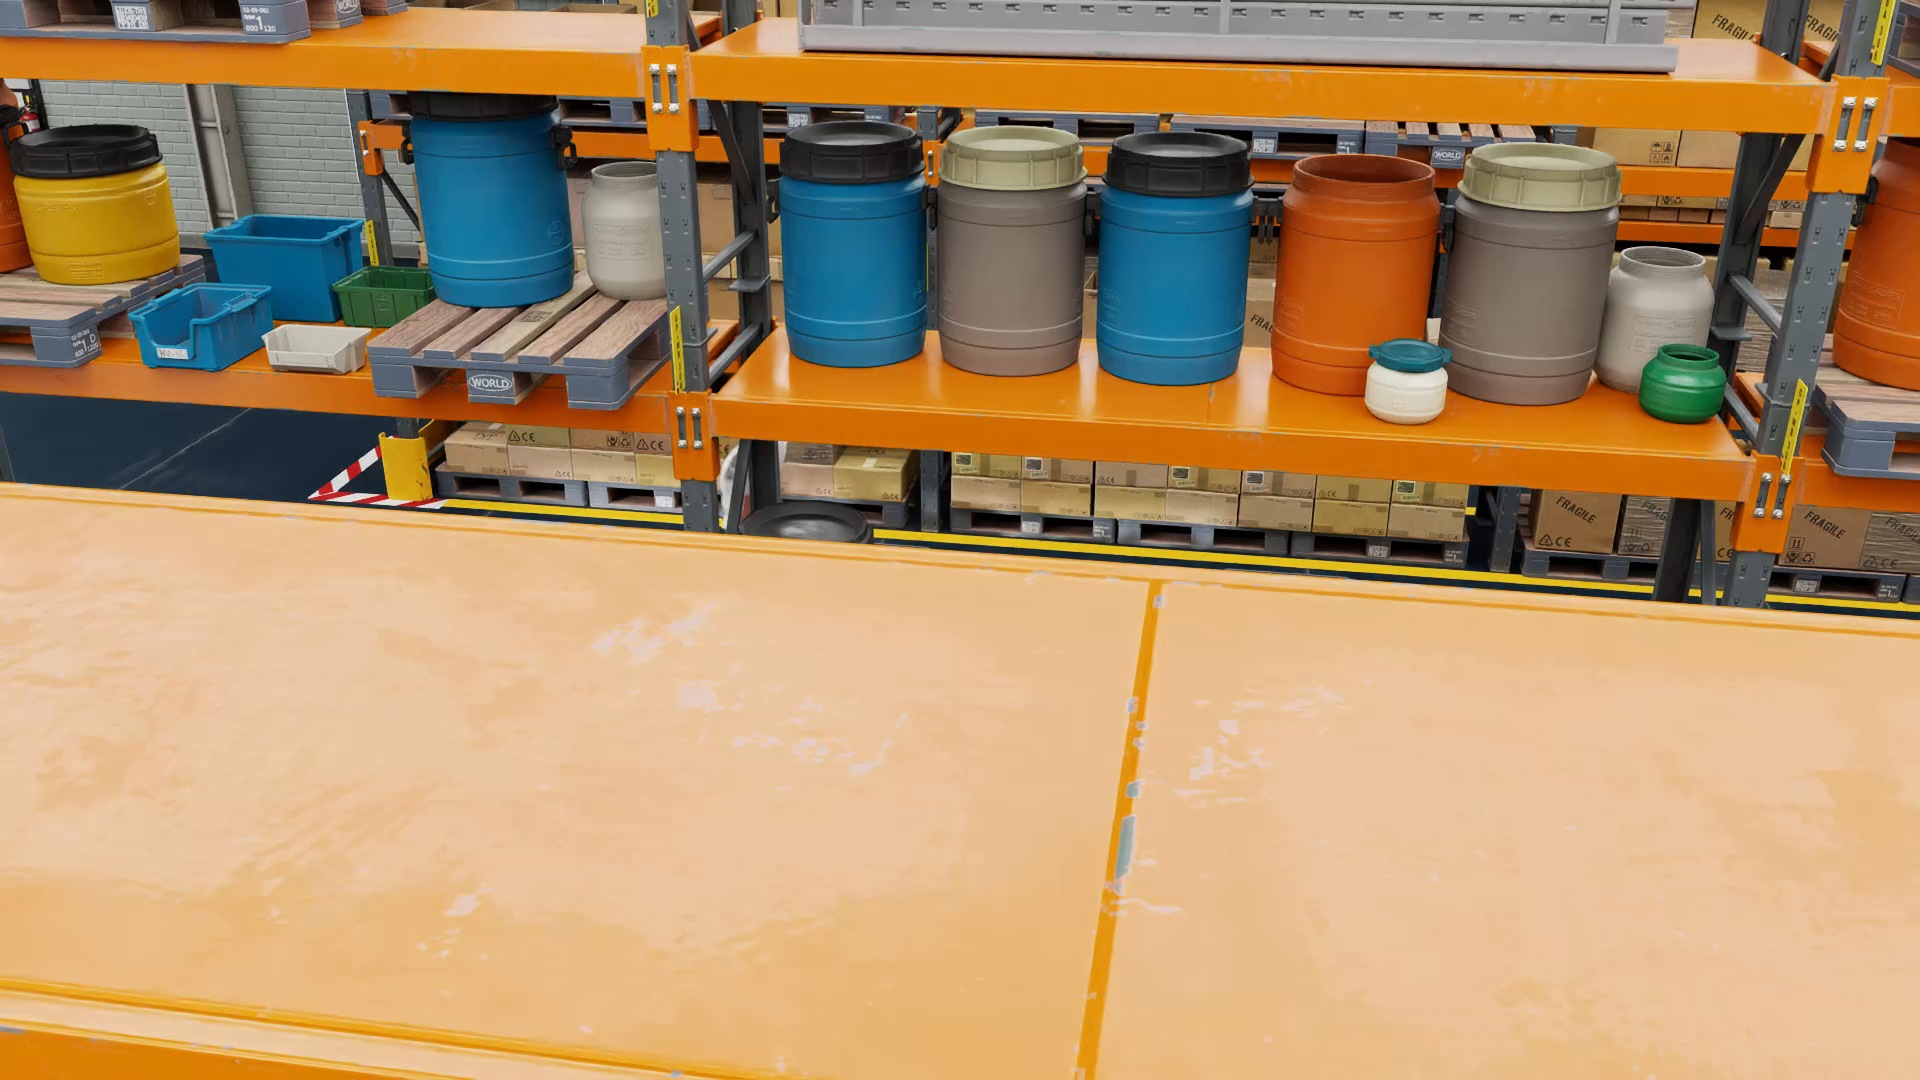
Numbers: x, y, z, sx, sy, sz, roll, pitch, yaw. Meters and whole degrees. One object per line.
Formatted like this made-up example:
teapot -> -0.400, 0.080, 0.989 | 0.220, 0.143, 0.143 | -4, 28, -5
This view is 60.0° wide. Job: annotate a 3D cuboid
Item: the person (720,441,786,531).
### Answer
person -> -1.275, -0.066, 10.010 | 0.459, 1.810, 0.555 | 5, 25, 10
